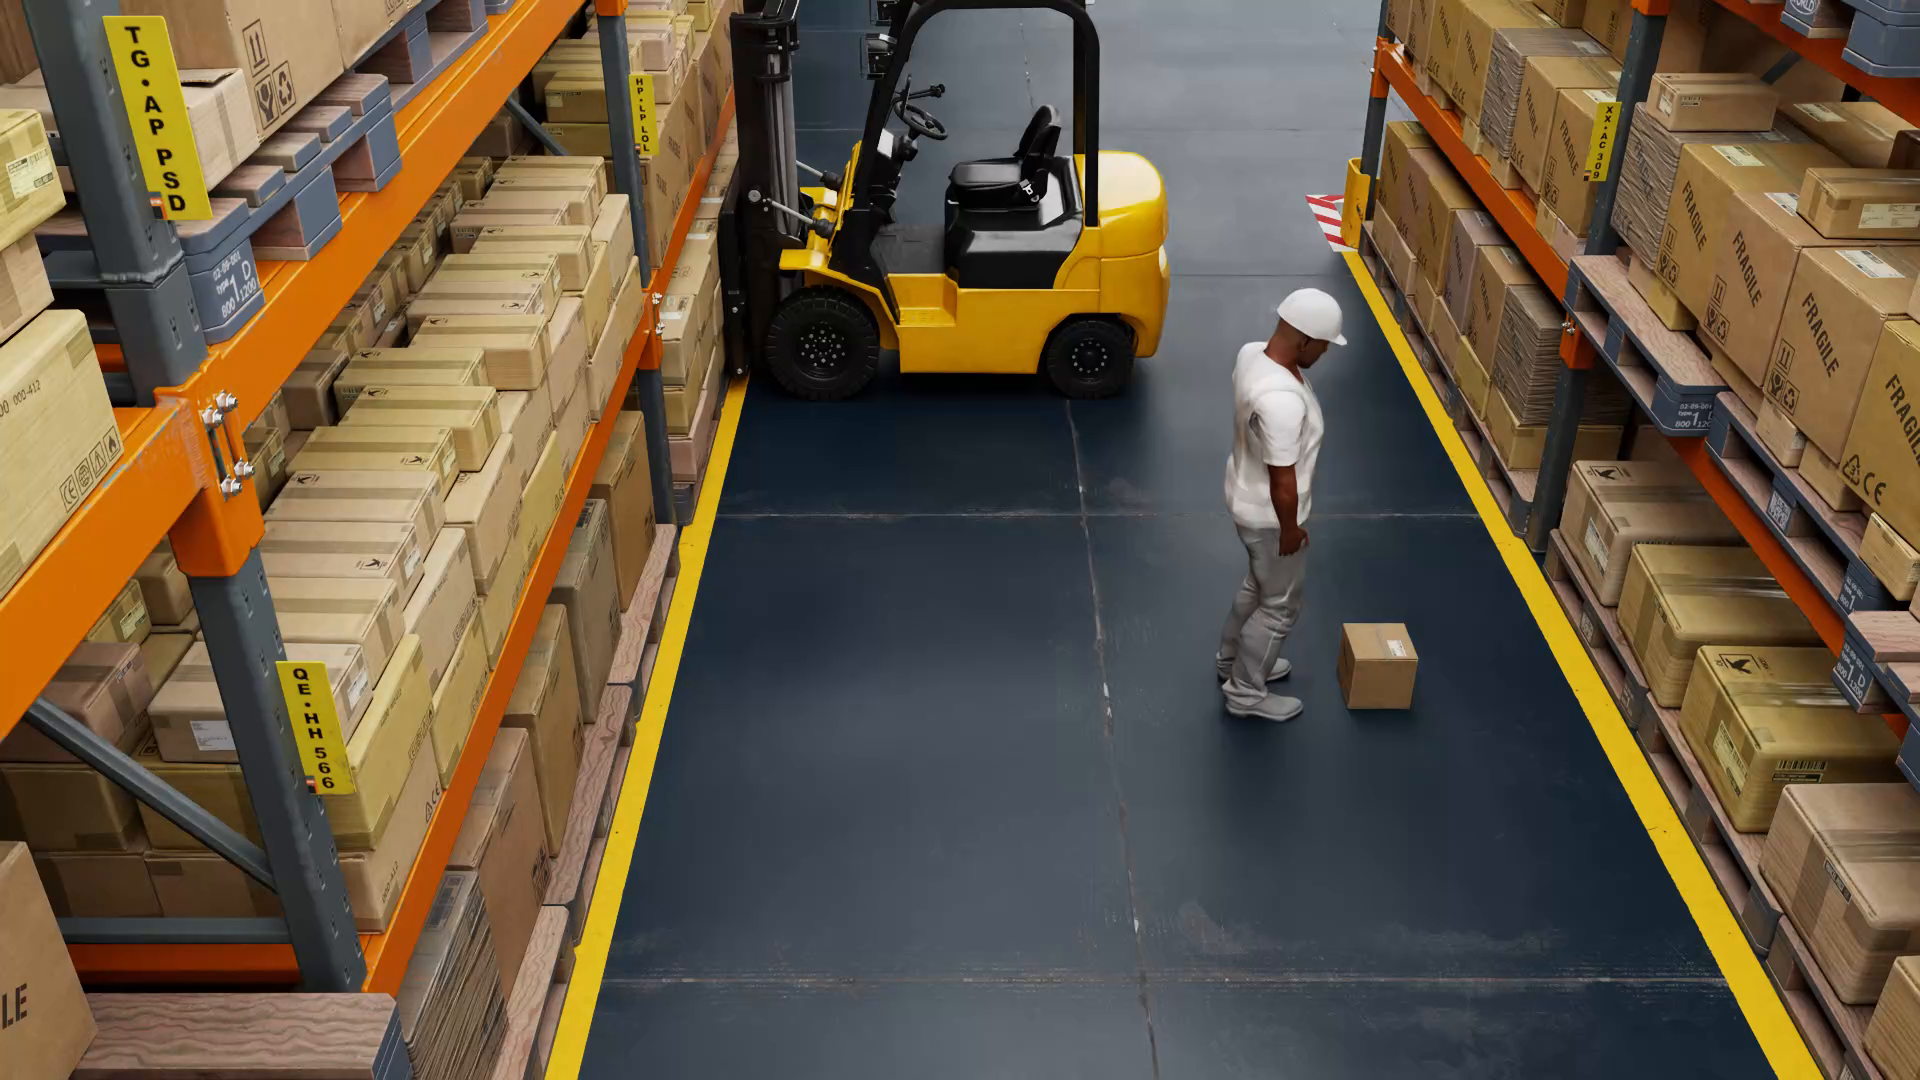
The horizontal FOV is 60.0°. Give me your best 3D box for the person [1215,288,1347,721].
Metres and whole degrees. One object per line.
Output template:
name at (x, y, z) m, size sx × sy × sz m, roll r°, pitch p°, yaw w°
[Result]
person at (1.204, -0.140, 6.361) m, size 0.390 × 1.750 × 0.575 m, roll 0°, pitch 31°, yaw 1°
